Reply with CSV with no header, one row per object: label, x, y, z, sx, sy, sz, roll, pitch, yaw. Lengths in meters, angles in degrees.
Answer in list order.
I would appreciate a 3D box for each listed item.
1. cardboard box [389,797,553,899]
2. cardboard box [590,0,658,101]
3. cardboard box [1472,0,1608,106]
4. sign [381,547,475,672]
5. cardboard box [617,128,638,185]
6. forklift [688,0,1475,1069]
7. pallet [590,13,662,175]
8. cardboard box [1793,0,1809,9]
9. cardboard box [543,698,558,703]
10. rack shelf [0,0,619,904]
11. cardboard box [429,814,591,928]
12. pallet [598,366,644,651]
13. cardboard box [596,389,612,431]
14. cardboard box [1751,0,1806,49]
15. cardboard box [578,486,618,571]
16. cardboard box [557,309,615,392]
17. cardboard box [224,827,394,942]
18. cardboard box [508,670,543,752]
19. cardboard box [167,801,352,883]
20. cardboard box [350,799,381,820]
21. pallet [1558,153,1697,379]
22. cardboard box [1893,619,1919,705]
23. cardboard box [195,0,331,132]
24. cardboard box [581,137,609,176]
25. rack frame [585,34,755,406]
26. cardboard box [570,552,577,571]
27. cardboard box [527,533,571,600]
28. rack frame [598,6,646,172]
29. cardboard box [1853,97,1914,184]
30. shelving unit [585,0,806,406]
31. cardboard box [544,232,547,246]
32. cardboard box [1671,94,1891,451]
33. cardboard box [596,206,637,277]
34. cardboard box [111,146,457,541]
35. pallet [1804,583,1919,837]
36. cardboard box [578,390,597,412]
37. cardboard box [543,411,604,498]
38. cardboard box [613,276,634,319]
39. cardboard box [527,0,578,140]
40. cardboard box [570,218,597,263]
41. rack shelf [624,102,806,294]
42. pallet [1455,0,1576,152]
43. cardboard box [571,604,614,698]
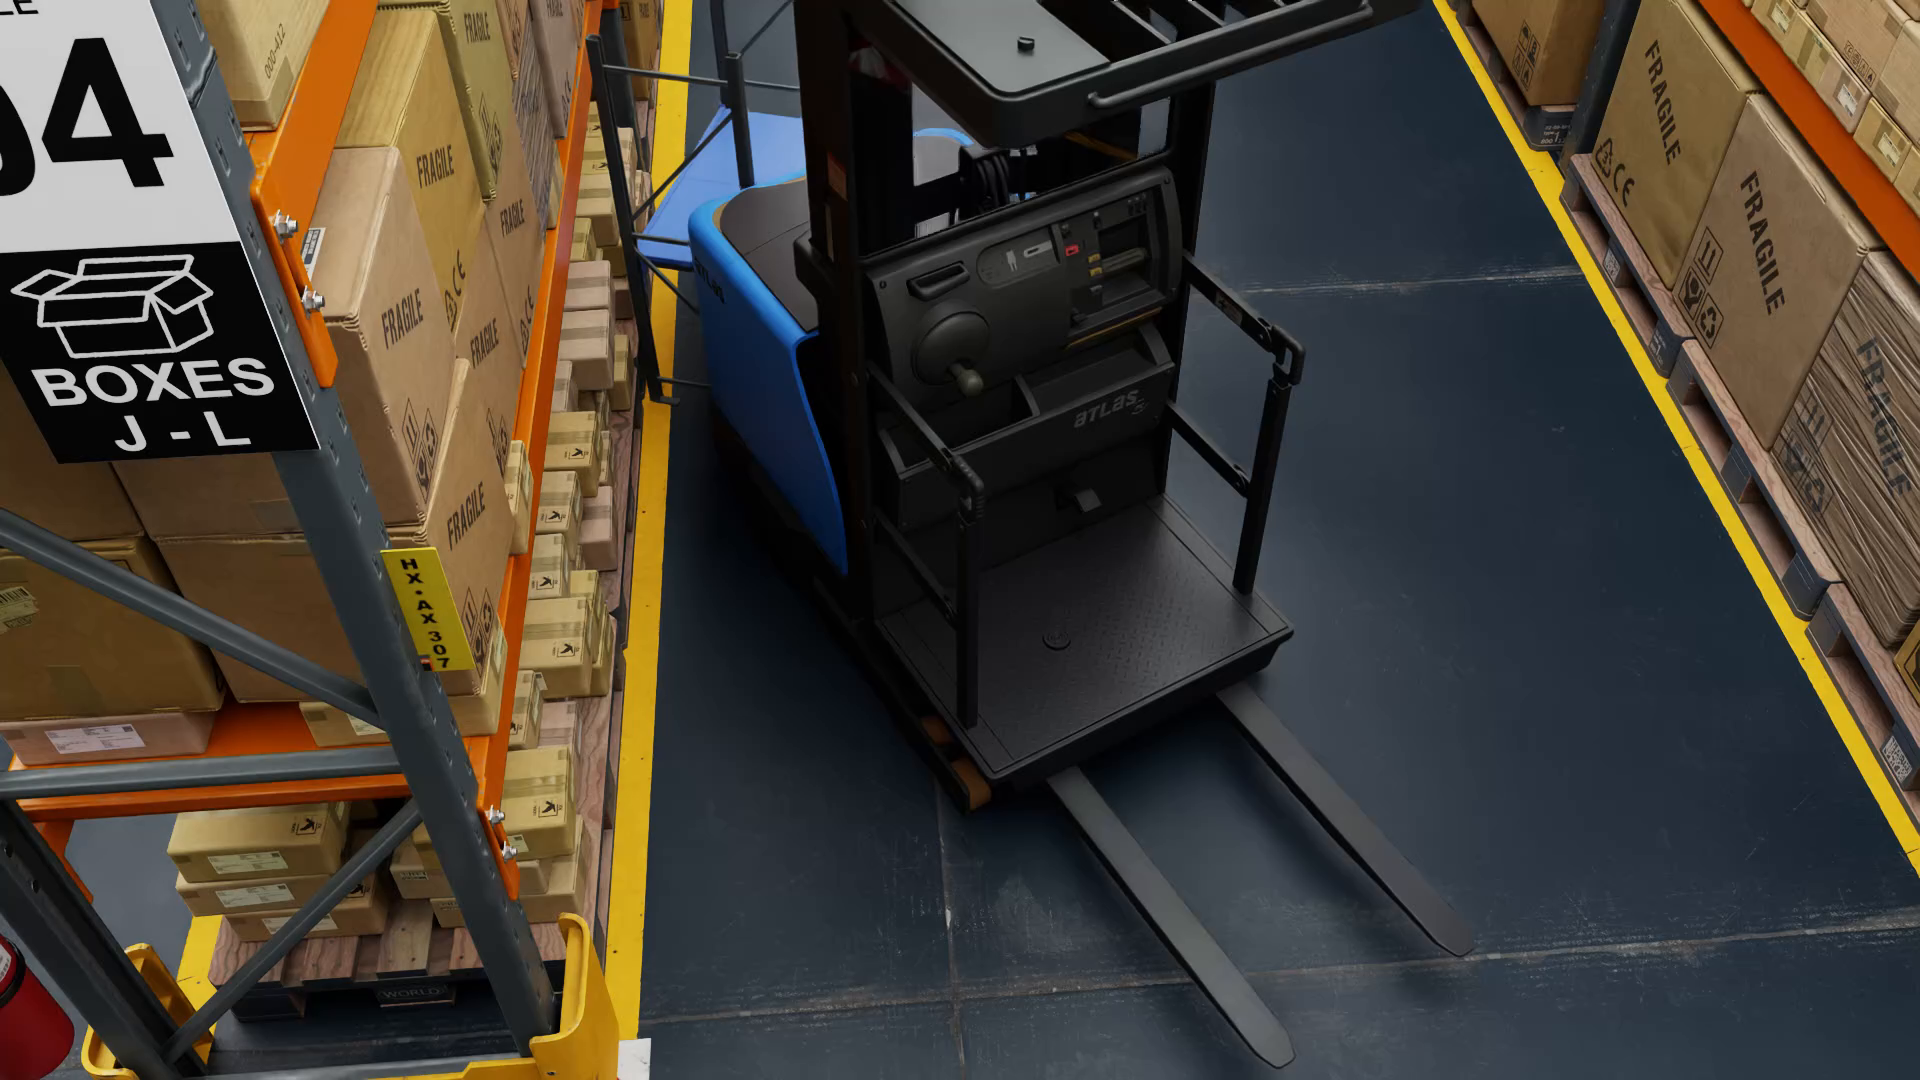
cardboard box,-1.278,0.798,4.397,0.380,0.149,0.250,-2,47,-2
cardboard box,-1.622,-2.270,7.267,0.500,0.500,0.500,-2,47,-2
cardboard box,3.053,-2.539,7.263,1.225,0.875,0.875,-3,47,-3
sign,-0.949,0.129,2.966,0.100,0.325,0.005,-3,47,-3
cardboard box,-1.481,-1.493,6.567,0.380,0.149,0.250,-3,47,-2
forklift,0.307,-0.590,4.290,1.130,2.935,3.031,-24,51,-21
pallet,-1.891,-2.039,7.536,1.003,0.211,1.213,-3,47,-3
cardboard box,2.941,-1.998,5.475,0.500,0.250,0.500,-4,47,-3
cardboard box,-1.353,0.425,4.751,0.380,0.149,0.250,-3,47,-3
rack shelf,-1.657,-0.740,4.881,1.077,0.370,4.000,-3,47,-3
cardboard box,-1.214,0.897,4.509,0.380,0.149,0.250,-3,47,-2
pallet,-1.628,-0.107,5.706,1.003,0.211,1.213,-3,47,-3
cardboard box,-1.411,-0.394,5.732,0.380,0.149,0.250,-3,47,-3
cardboard box,2.888,-1.772,5.535,0.380,0.149,0.250,-5,47,-4
cardboard box,-1.308,-0.023,5.380,0.380,0.149,0.250,-6,47,-5
cardboard box,-1.353,-0.623,5.538,0.380,0.149,0.250,-5,47,-5
cardboard box,-1.742,0.927,4.480,0.380,0.149,0.250,-3,47,-3
cardboard box,-1.338,0.499,4.476,0.380,0.149,0.250,-3,47,-3
cardboard box,-1.786,0.723,4.264,0.380,0.149,0.250,-3,47,-3
cardboard box,-1.786,0.636,4.551,0.380,0.149,0.250,-4,47,-4
pallet,3.112,-1.149,6.693,1.003,0.211,1.213,-3,47,-3
cardboard box,3.328,0.359,4.518,0.875,0.875,0.875,-3,47,-3
cardboard box,-1.272,-0.861,2.537,0.500,0.250,0.500,-2,47,-2
cardboard box,-1.474,-1.379,6.255,0.380,0.149,0.250,-3,47,-3
rack frame,-0.917,-1.006,5.670,0.500,1.500,0.032,10,47,9
cardboard box,-1.383,0.047,5.109,0.380,0.149,0.250,-6,47,-5
cardboard box,-1.335,0.134,4.821,0.380,0.149,0.250,-6,47,-5
rack frame,-1.824,-2.435,5.990,1.000,3.000,0.127,-3,47,-3
cardboard box,2.952,-1.215,5.008,0.380,0.149,0.250,-5,47,-4
shelving unit,-0.798,-1.365,6.010,0.538,1.500,1.048,10,47,9
cardboard box,-1.372,-0.834,4.647,0.380,0.149,0.250,-2,47,-2
cardboard box,3.177,-0.943,5.752,0.875,0.875,0.875,-3,47,-3
cardboard box,-1.406,-1.105,6.200,0.380,0.149,0.250,-5,47,-5
cardboard box,-1.263,-0.362,3.065,0.500,0.500,0.500,-4,47,-4
pallet,3.316,0.616,5.021,1.003,0.211,1.213,-3,47,-3
cardboard box,-1.440,-0.539,5.664,0.380,0.149,0.250,-5,47,-5
cardboard box,-1.325,-0.260,5.195,0.380,0.149,0.250,-3,47,-3
cardboard box,-1.427,-0.955,6.263,0.380,0.149,0.250,-5,47,-5
cardboard box,-1.420,-1.503,4.834,0.500,0.500,0.500,-4,47,-4
cardboard box,-1.502,-1.007,5.902,0.380,0.149,0.250,-2,47,-2
rack shelf,-0.798,-1.242,6.140,0.538,0.185,1.000,10,47,9
pallet,2.987,-2.258,7.743,1.003,0.211,1.213,-3,47,-3
cardboard box,-1.258,0.341,5.035,0.380,0.149,0.250,-3,47,-3
